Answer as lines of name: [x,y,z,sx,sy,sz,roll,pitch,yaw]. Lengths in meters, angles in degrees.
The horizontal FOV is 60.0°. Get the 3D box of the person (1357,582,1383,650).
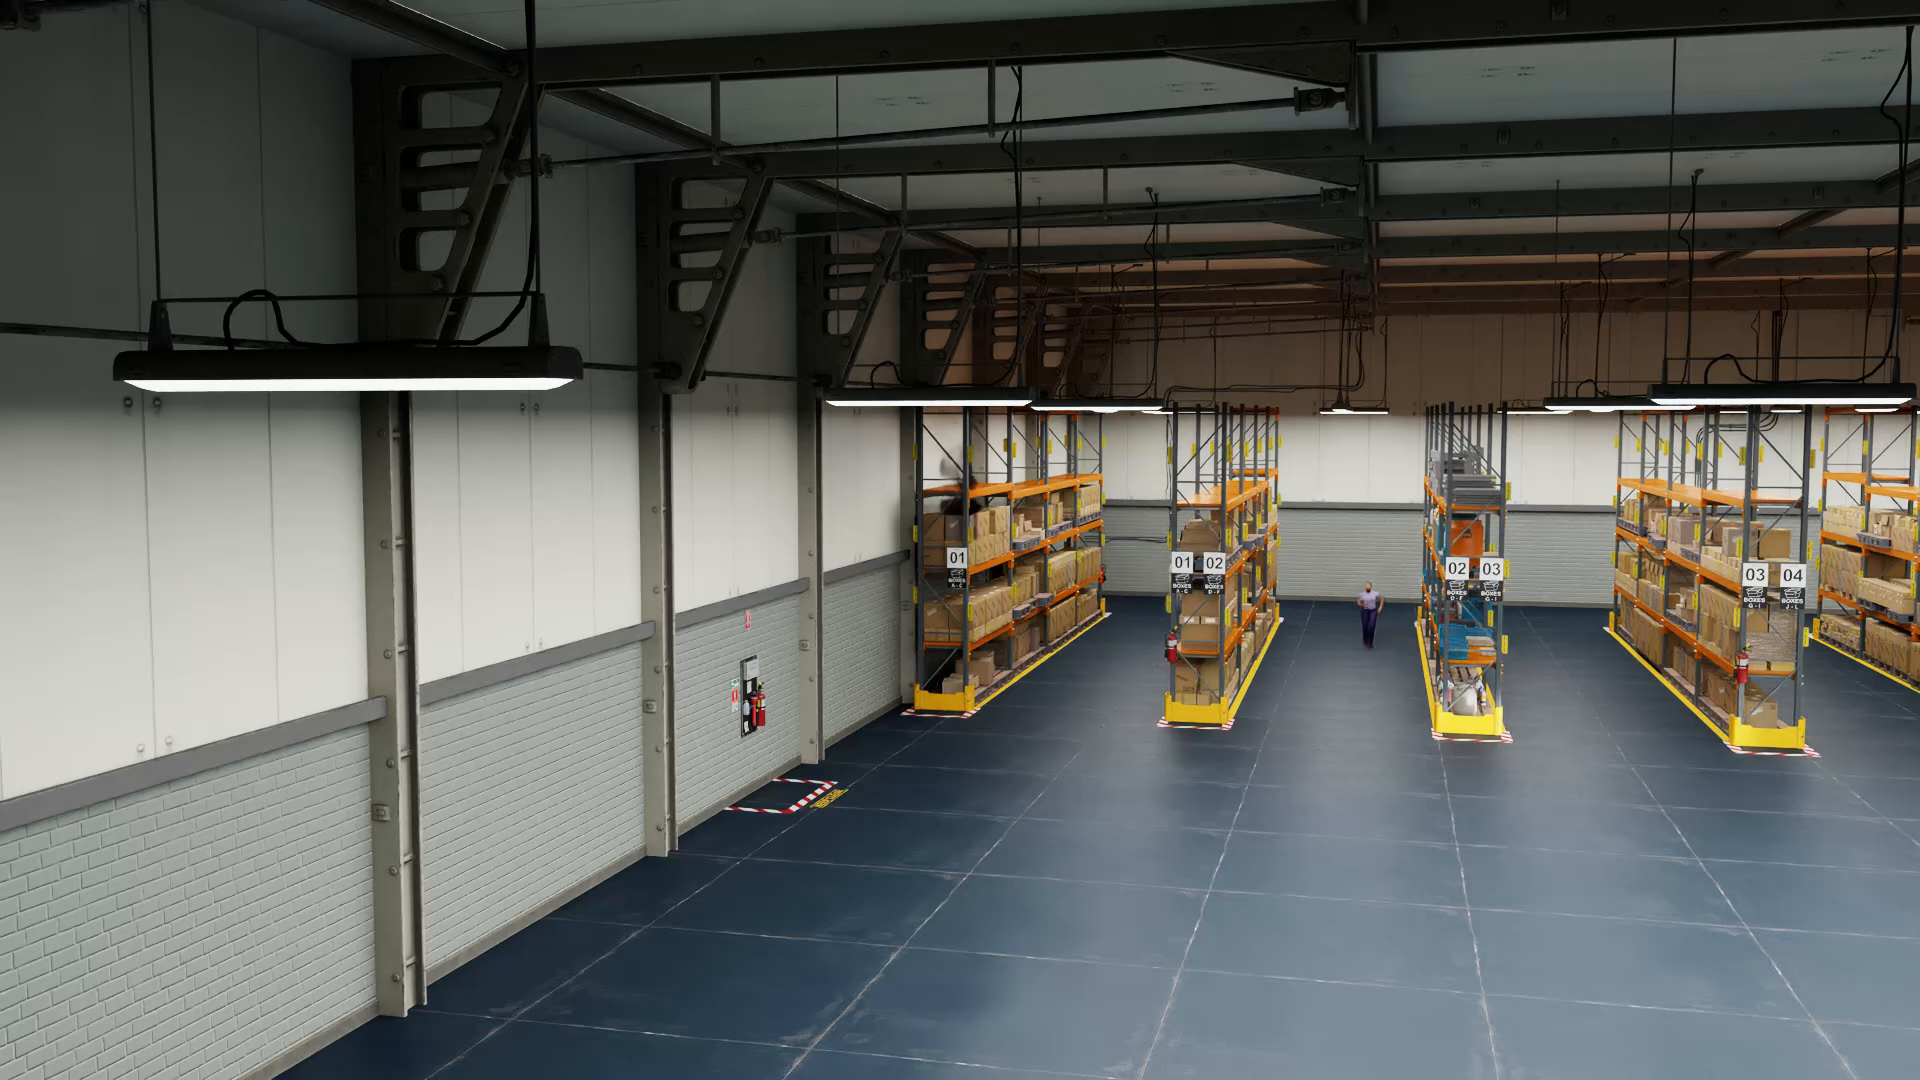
person: [10.162,1.875,41.307,0.607,1.686,0.802,2,5,21]
